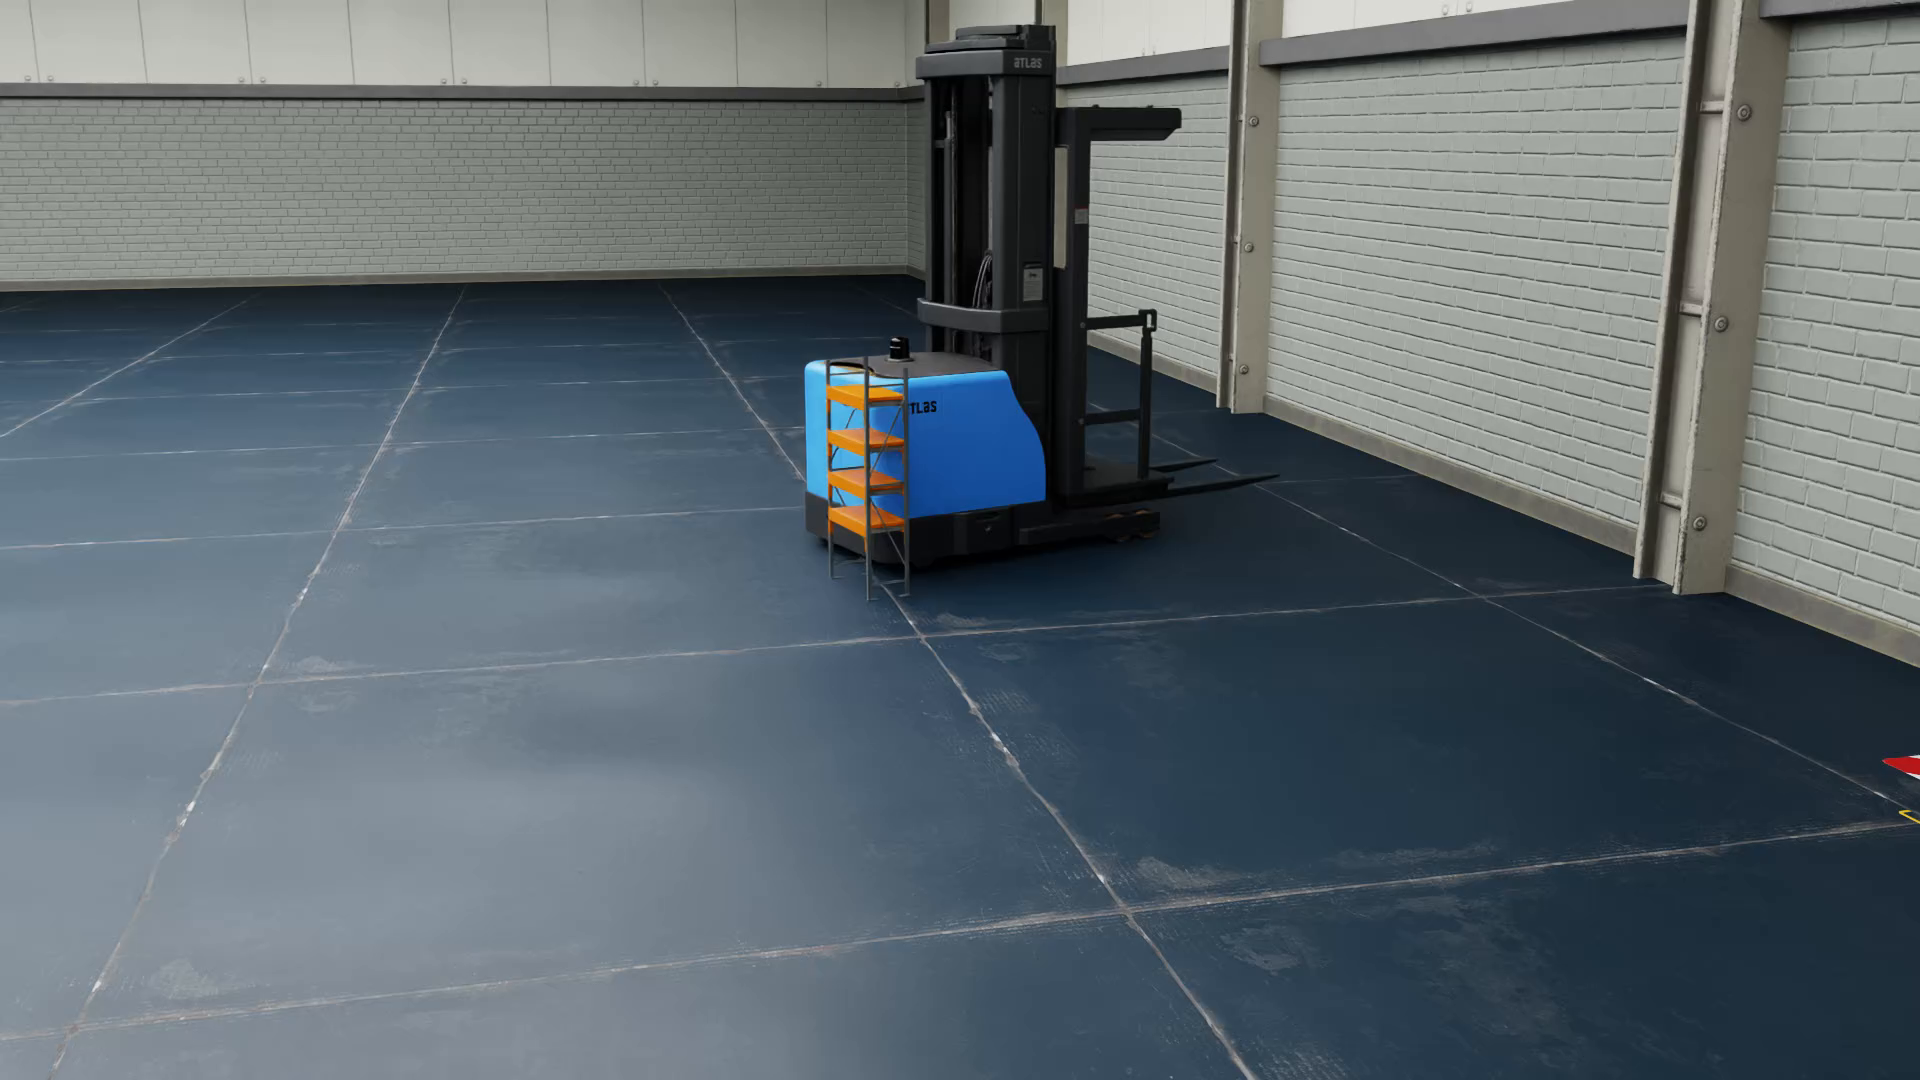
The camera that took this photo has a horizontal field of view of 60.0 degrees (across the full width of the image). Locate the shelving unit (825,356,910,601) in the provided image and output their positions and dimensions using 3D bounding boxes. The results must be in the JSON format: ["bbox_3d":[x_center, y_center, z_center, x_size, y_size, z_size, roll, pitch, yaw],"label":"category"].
[{"bbox_3d":[-0.488,-0.332,8.757,0.258,1.200,0.503,-7,15,-27],"label":"shelving unit"}]

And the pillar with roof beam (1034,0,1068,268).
[{"bbox_3d":[-3.121,-6.665,18.249,9.100,9.000,0.400,-3,14,-13],"label":"pillar with roof beam"}]

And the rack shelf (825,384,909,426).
[{"bbox_3d":[-0.488,-0.713,8.663,0.258,0.148,0.480,-7,15,-27],"label":"rack shelf"}]

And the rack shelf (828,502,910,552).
[{"bbox_3d":[-0.488,-0.073,8.820,0.258,0.148,0.480,-7,15,-27],"label":"rack shelf"}]

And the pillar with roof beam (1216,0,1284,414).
[{"bbox_3d":[-1.712,-5.281,12.583,9.100,9.000,0.400,-3,14,-13],"label":"pillar with roof beam"}]

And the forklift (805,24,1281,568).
[{"bbox_3d":[0.608,-1.509,9.928,3.031,2.935,1.130,-8,16,-31],"label":"forklift"}]

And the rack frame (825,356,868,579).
[{"bbox_3d":[-0.602,-0.383,8.966,0.240,1.200,0.015,-7,15,-27],"label":"rack frame"}]

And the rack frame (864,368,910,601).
[{"bbox_3d":[-0.374,-0.281,8.547,0.240,1.200,0.015,-7,15,-27],"label":"rack frame"}]

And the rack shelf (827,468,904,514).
[{"bbox_3d":[-0.488,-0.266,8.773,0.258,0.148,0.480,-7,15,-27],"label":"rack shelf"}]

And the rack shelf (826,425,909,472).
[{"bbox_3d":[-0.488,-0.484,8.720,0.258,0.148,0.480,-7,15,-27],"label":"rack shelf"}]

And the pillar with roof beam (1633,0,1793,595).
[{"bbox_3d":[-0.303,-3.897,6.918,9.100,9.000,0.400,-3,14,-13],"label":"pillar with roof beam"}]
